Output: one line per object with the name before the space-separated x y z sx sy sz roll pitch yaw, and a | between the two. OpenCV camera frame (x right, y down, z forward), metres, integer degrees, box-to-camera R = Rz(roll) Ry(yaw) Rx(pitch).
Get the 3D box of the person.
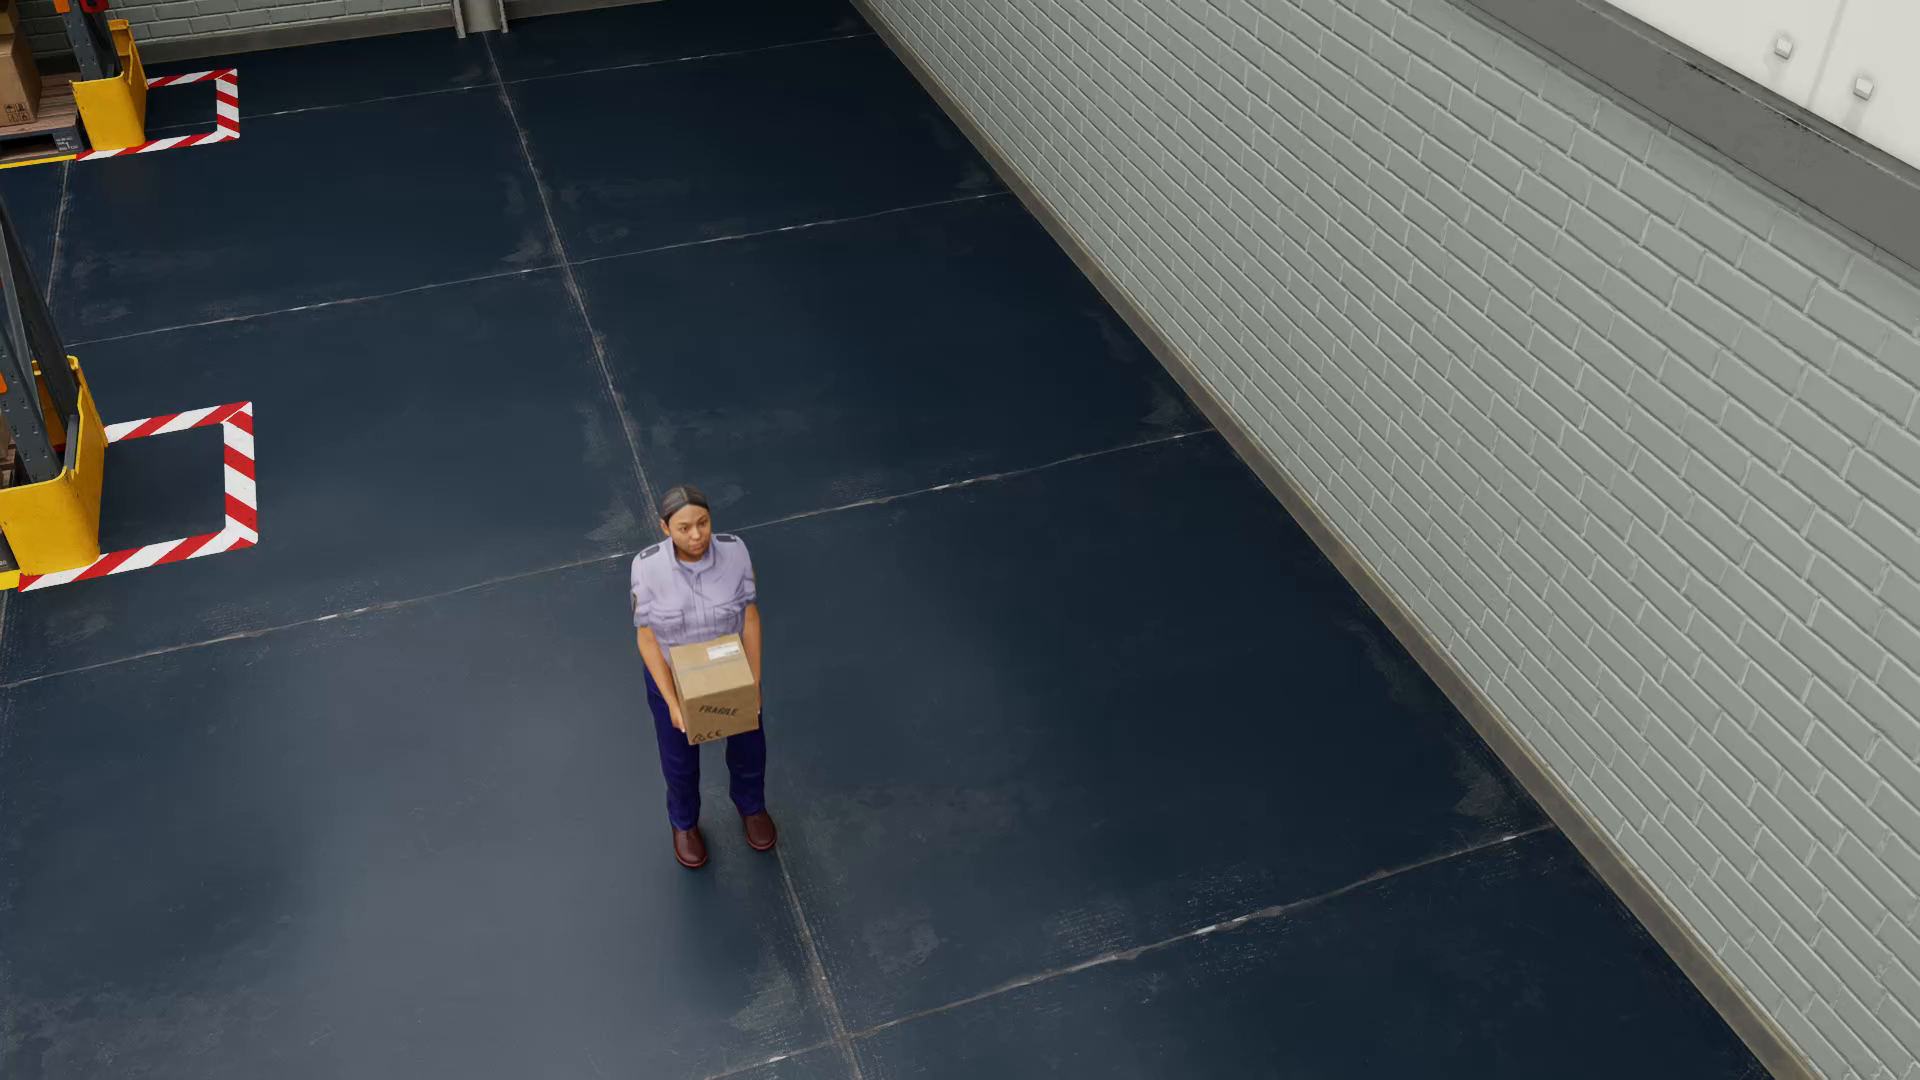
person | -0.917 0.555 6.093 0.452 1.635 0.524 -12 40 -15
